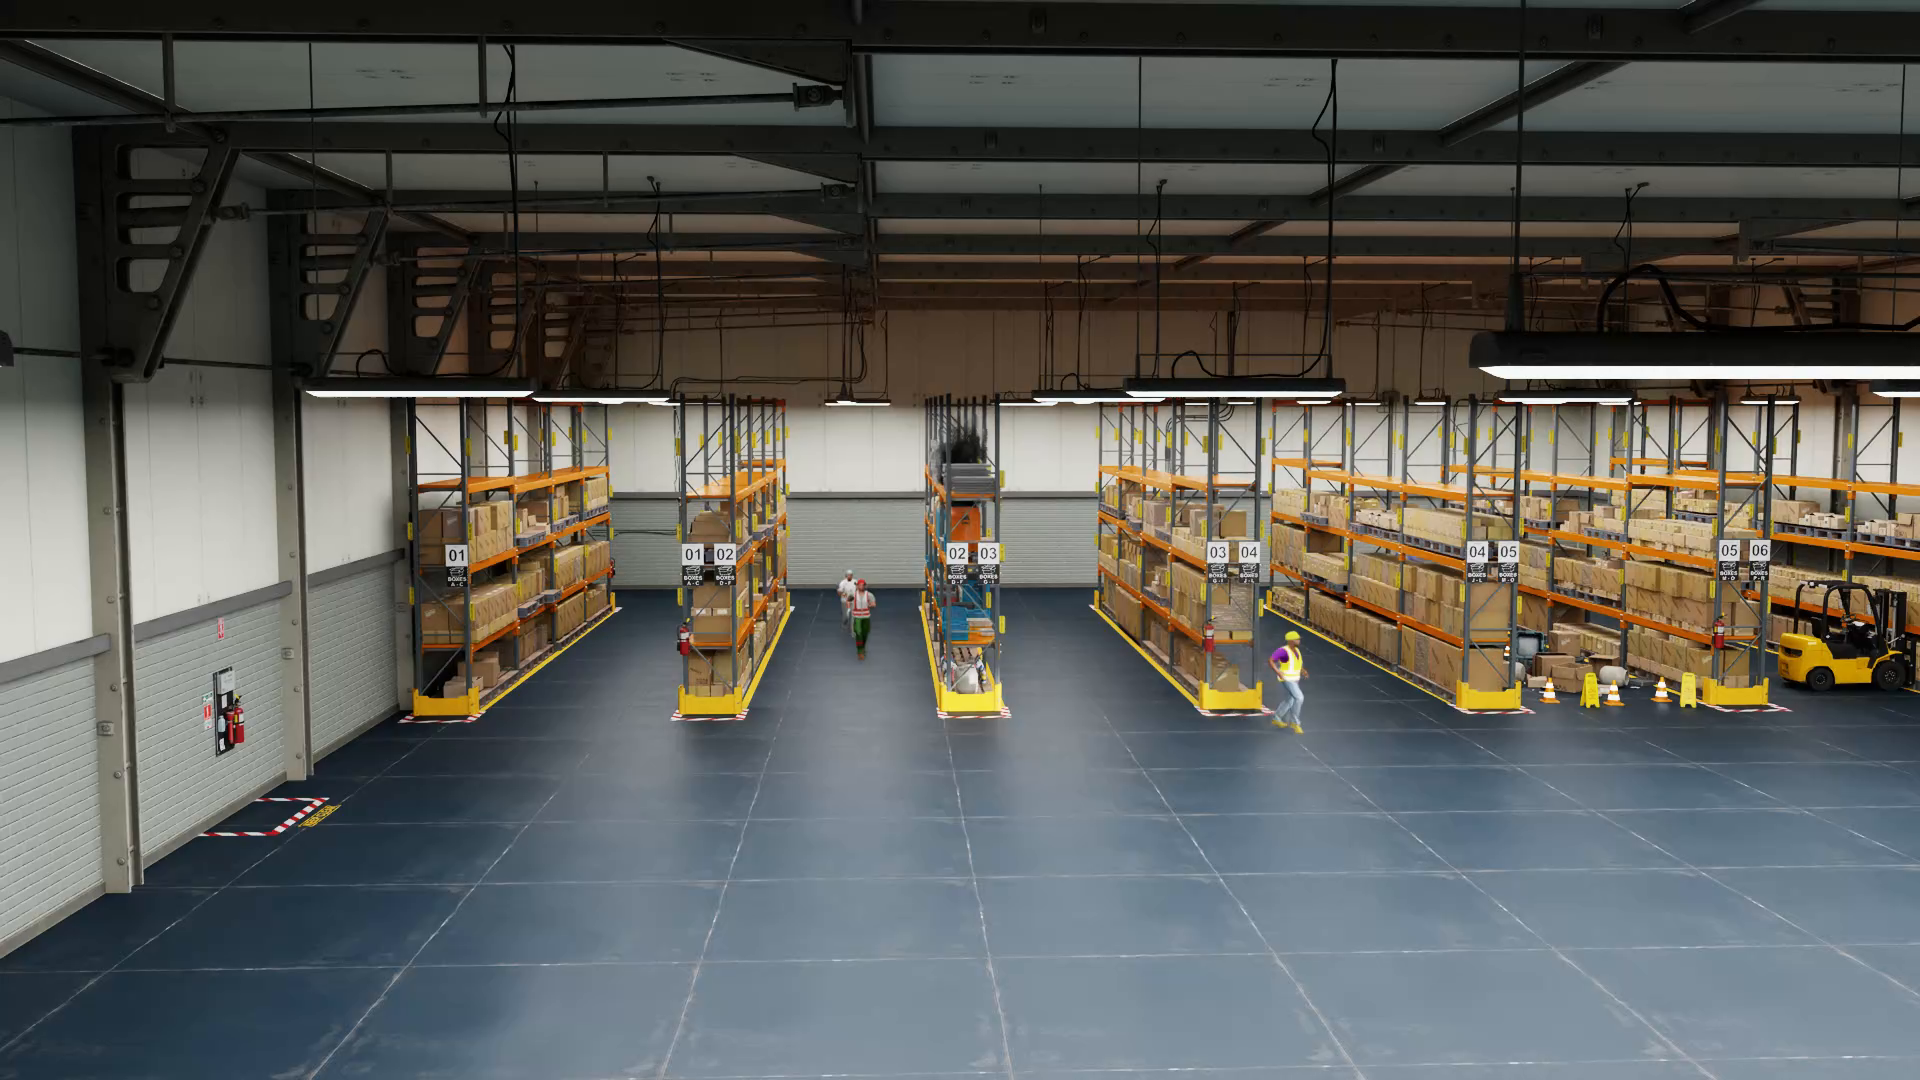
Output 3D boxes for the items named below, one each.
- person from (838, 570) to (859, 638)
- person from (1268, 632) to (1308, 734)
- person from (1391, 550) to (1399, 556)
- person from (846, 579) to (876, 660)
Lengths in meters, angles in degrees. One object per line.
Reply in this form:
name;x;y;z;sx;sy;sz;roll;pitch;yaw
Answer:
person;-2.784;1.587;41.896;0.608;1.663;0.897;-1;5;-16
person;5.861;2.524;29.552;0.732;1.806;0.705;4;6;40
person;12.885;0.997;49.386;0.750;1.713;0.540;0;5;2
person;-2.256;1.785;38.128;0.658;1.786;0.979;-1;5;-13
